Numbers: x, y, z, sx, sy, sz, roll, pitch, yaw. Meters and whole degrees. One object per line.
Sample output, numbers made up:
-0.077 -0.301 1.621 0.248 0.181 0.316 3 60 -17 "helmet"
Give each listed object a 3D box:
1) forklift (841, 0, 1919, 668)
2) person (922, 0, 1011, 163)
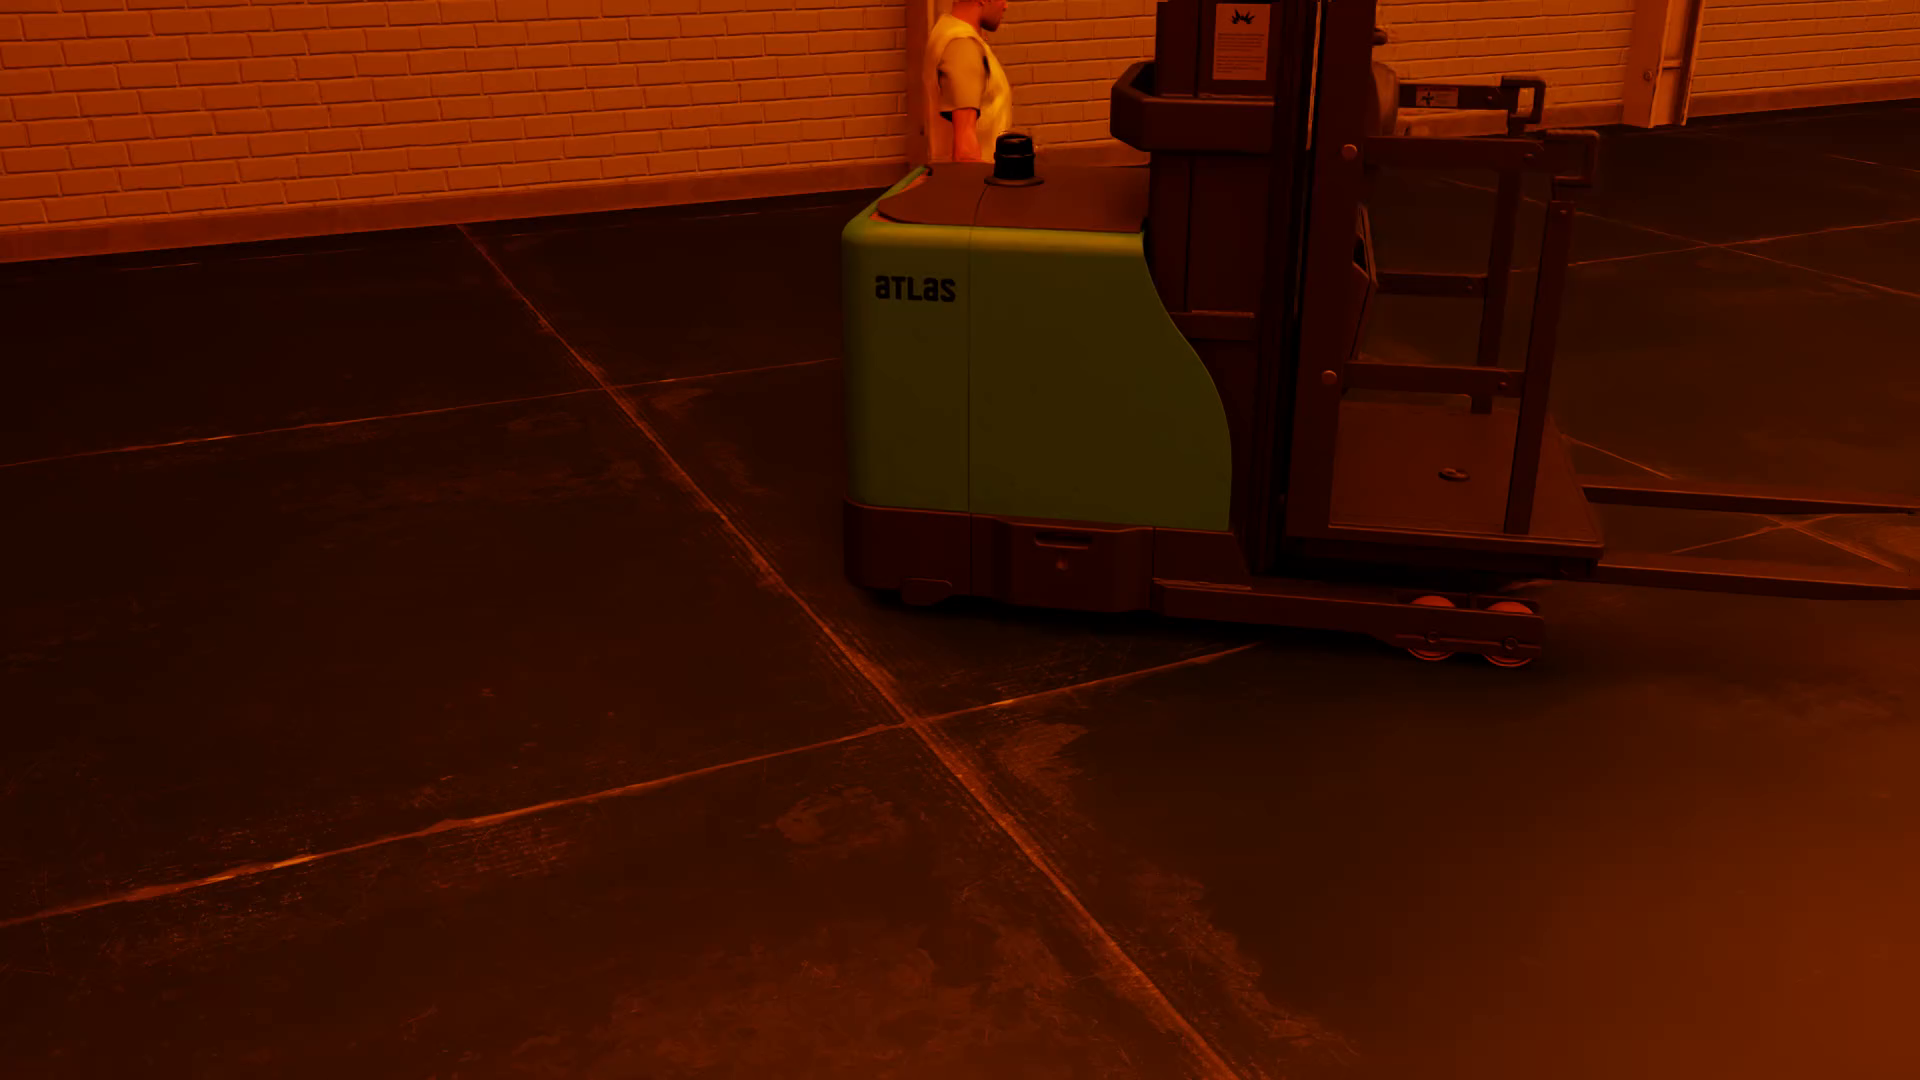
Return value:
1.245 -1.246 4.284 3.031 2.935 1.130 4 23 10 "forklift"
0.078 -1.211 5.864 0.556 1.685 0.949 -1 23 -3 "person"
